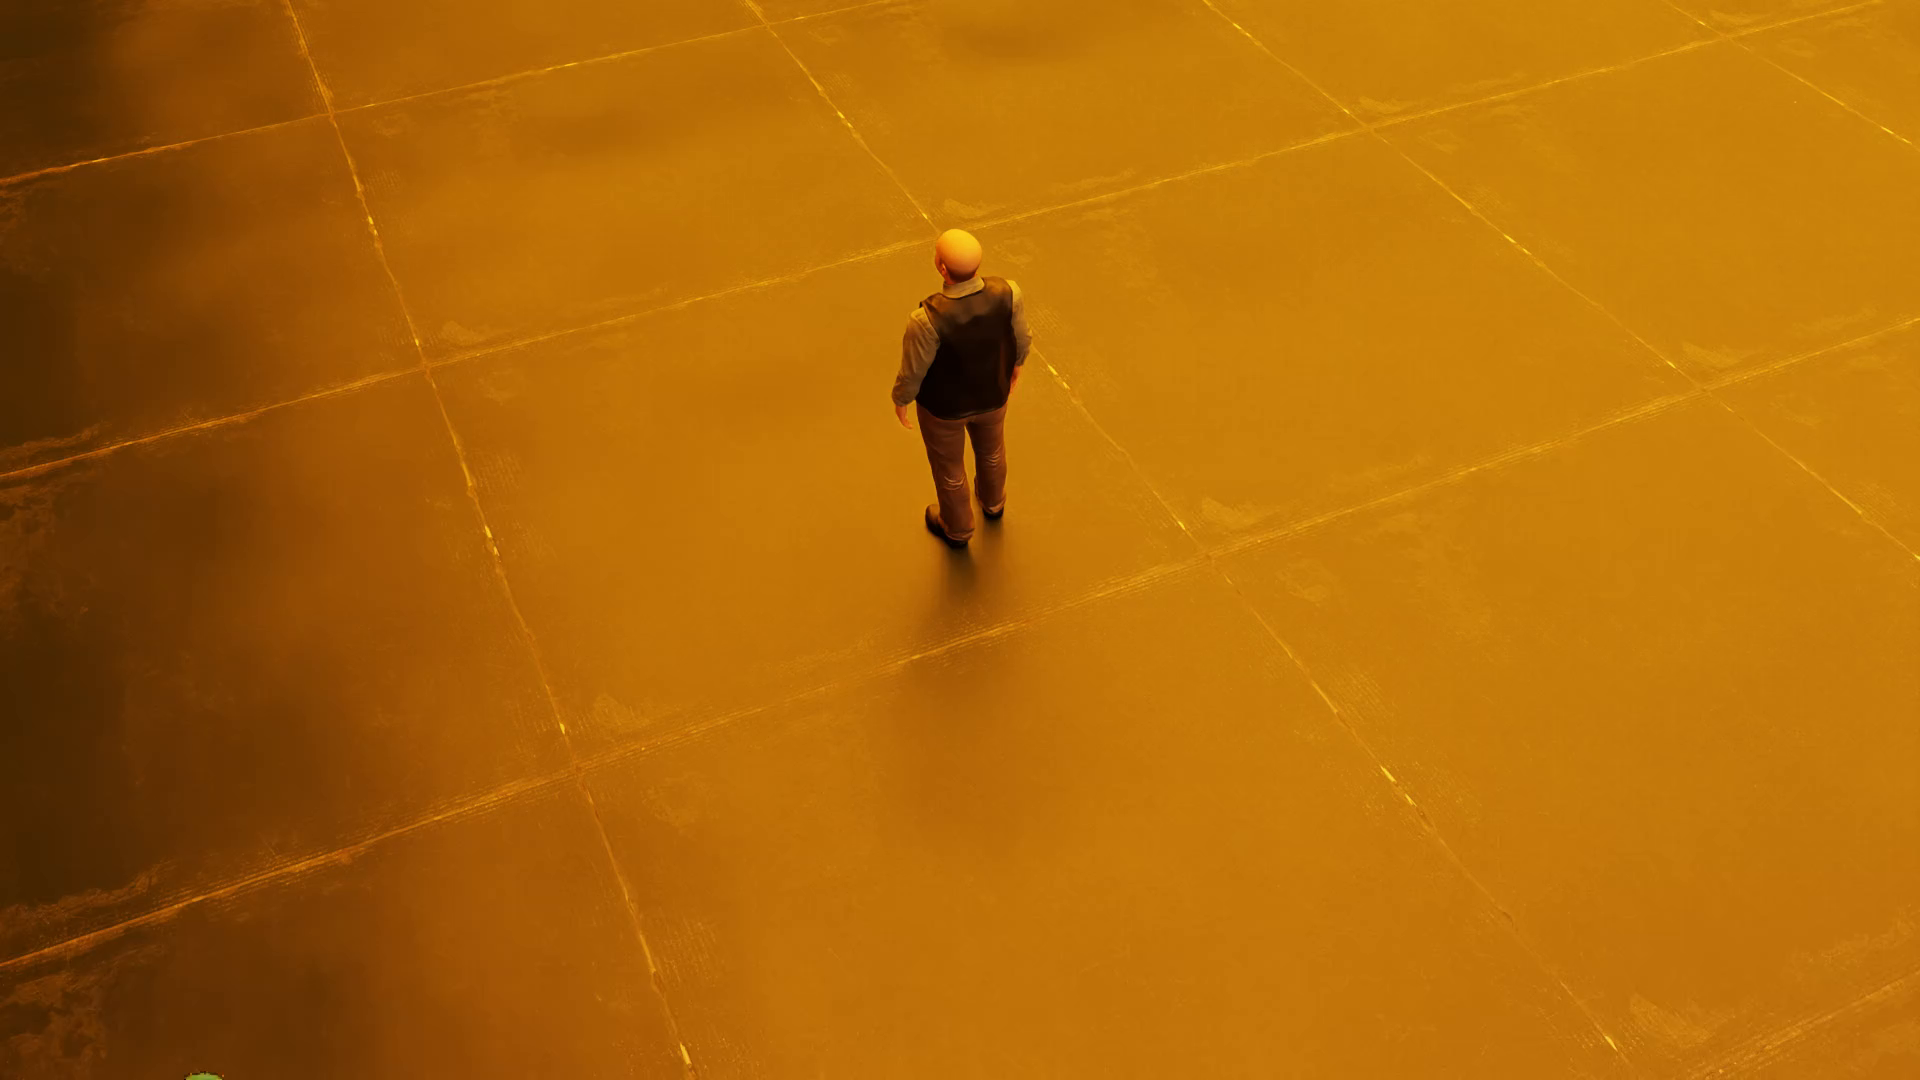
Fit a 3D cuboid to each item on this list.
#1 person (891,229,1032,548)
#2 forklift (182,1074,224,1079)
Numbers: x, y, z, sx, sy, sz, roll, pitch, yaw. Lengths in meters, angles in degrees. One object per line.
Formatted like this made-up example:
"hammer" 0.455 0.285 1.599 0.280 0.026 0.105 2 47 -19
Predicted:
"person" -0.020 -0.676 7.280 0.634 1.722 0.566 -18 46 -18
"forklift" -2.401 2.239 3.280 1.130 2.935 3.031 19 46 19
